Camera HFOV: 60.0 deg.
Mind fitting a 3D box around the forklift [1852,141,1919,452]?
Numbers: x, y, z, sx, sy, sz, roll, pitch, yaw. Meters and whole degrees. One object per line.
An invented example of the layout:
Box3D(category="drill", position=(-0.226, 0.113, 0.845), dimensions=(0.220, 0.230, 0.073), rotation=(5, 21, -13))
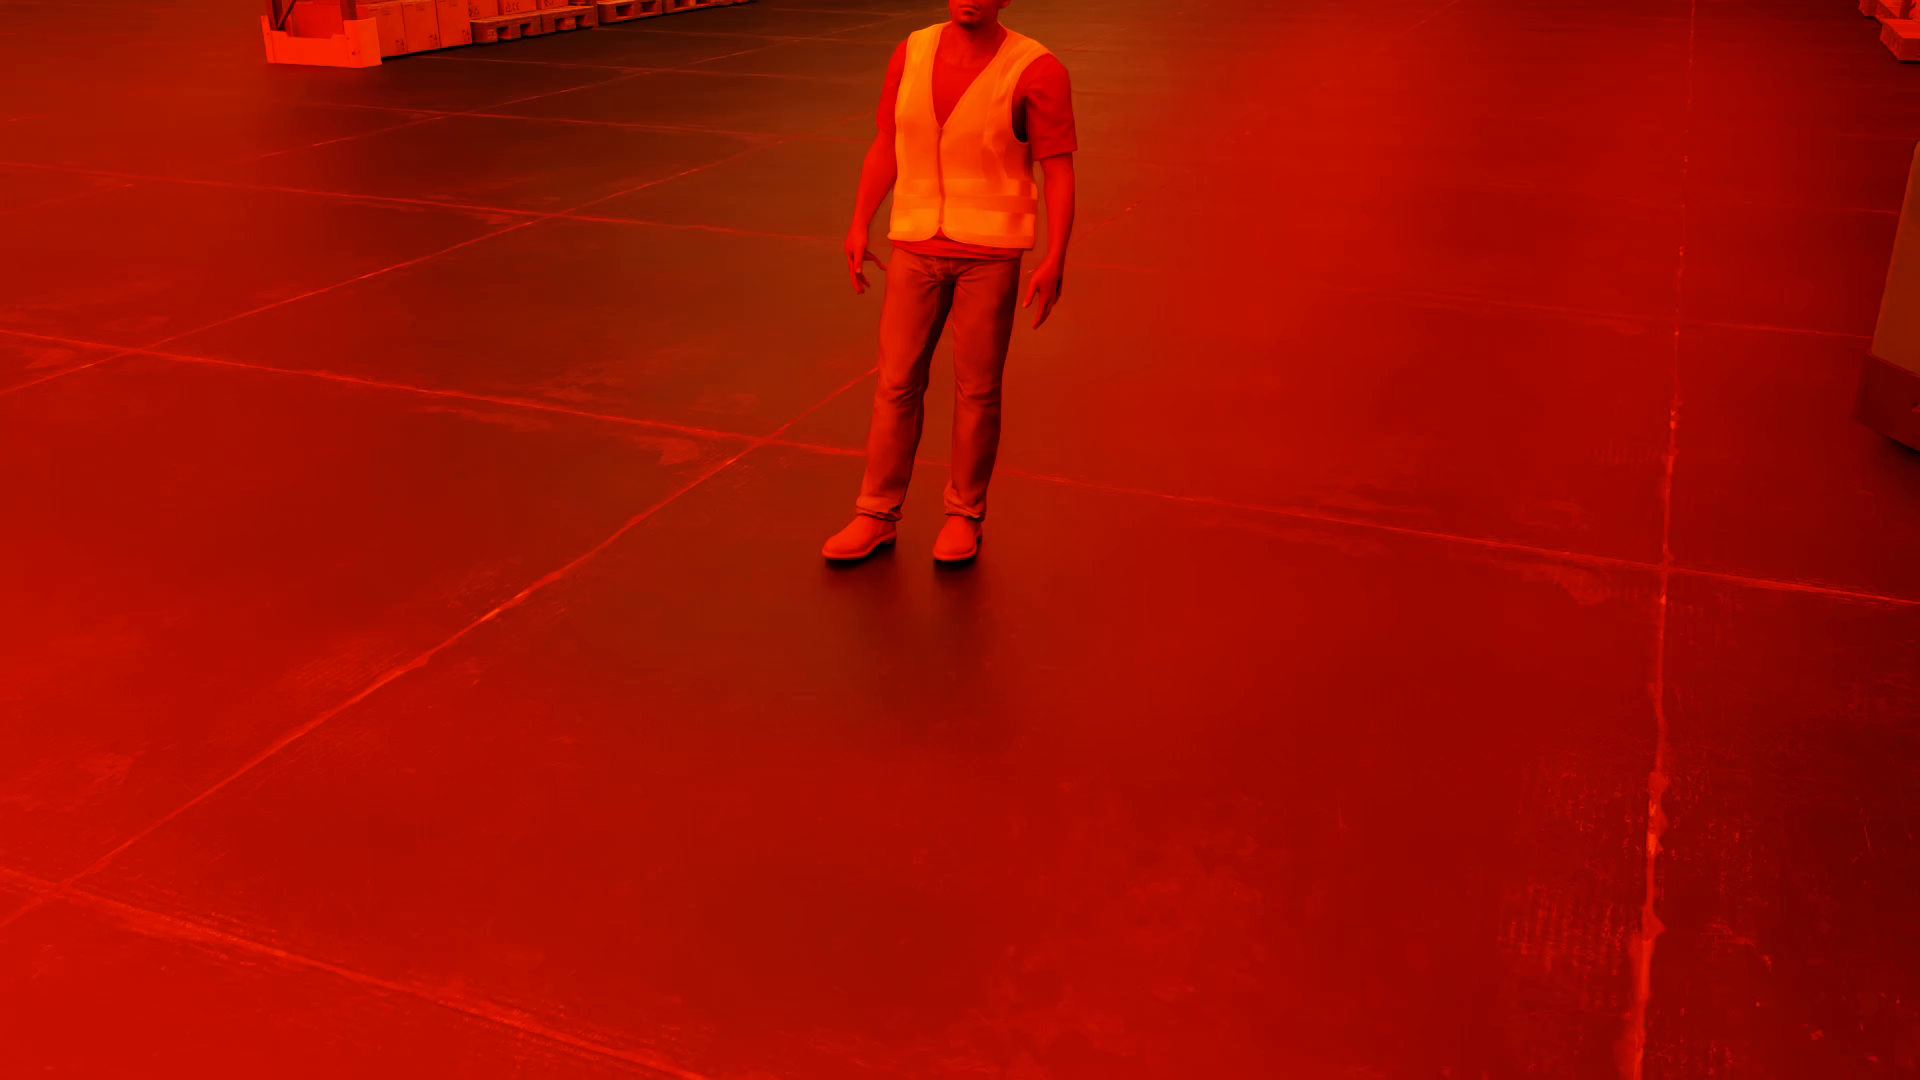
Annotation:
Box3D(category="forklift", position=(4.750, -1.629, 5.190), dimensions=(3.031, 2.935, 1.130), rotation=(-3, 23, -7))

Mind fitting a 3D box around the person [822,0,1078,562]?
Box3D(category="person", position=(-0.032, -0.798, 4.692), dimensions=(0.665, 1.768, 0.575), rotation=(9, 24, 21))
